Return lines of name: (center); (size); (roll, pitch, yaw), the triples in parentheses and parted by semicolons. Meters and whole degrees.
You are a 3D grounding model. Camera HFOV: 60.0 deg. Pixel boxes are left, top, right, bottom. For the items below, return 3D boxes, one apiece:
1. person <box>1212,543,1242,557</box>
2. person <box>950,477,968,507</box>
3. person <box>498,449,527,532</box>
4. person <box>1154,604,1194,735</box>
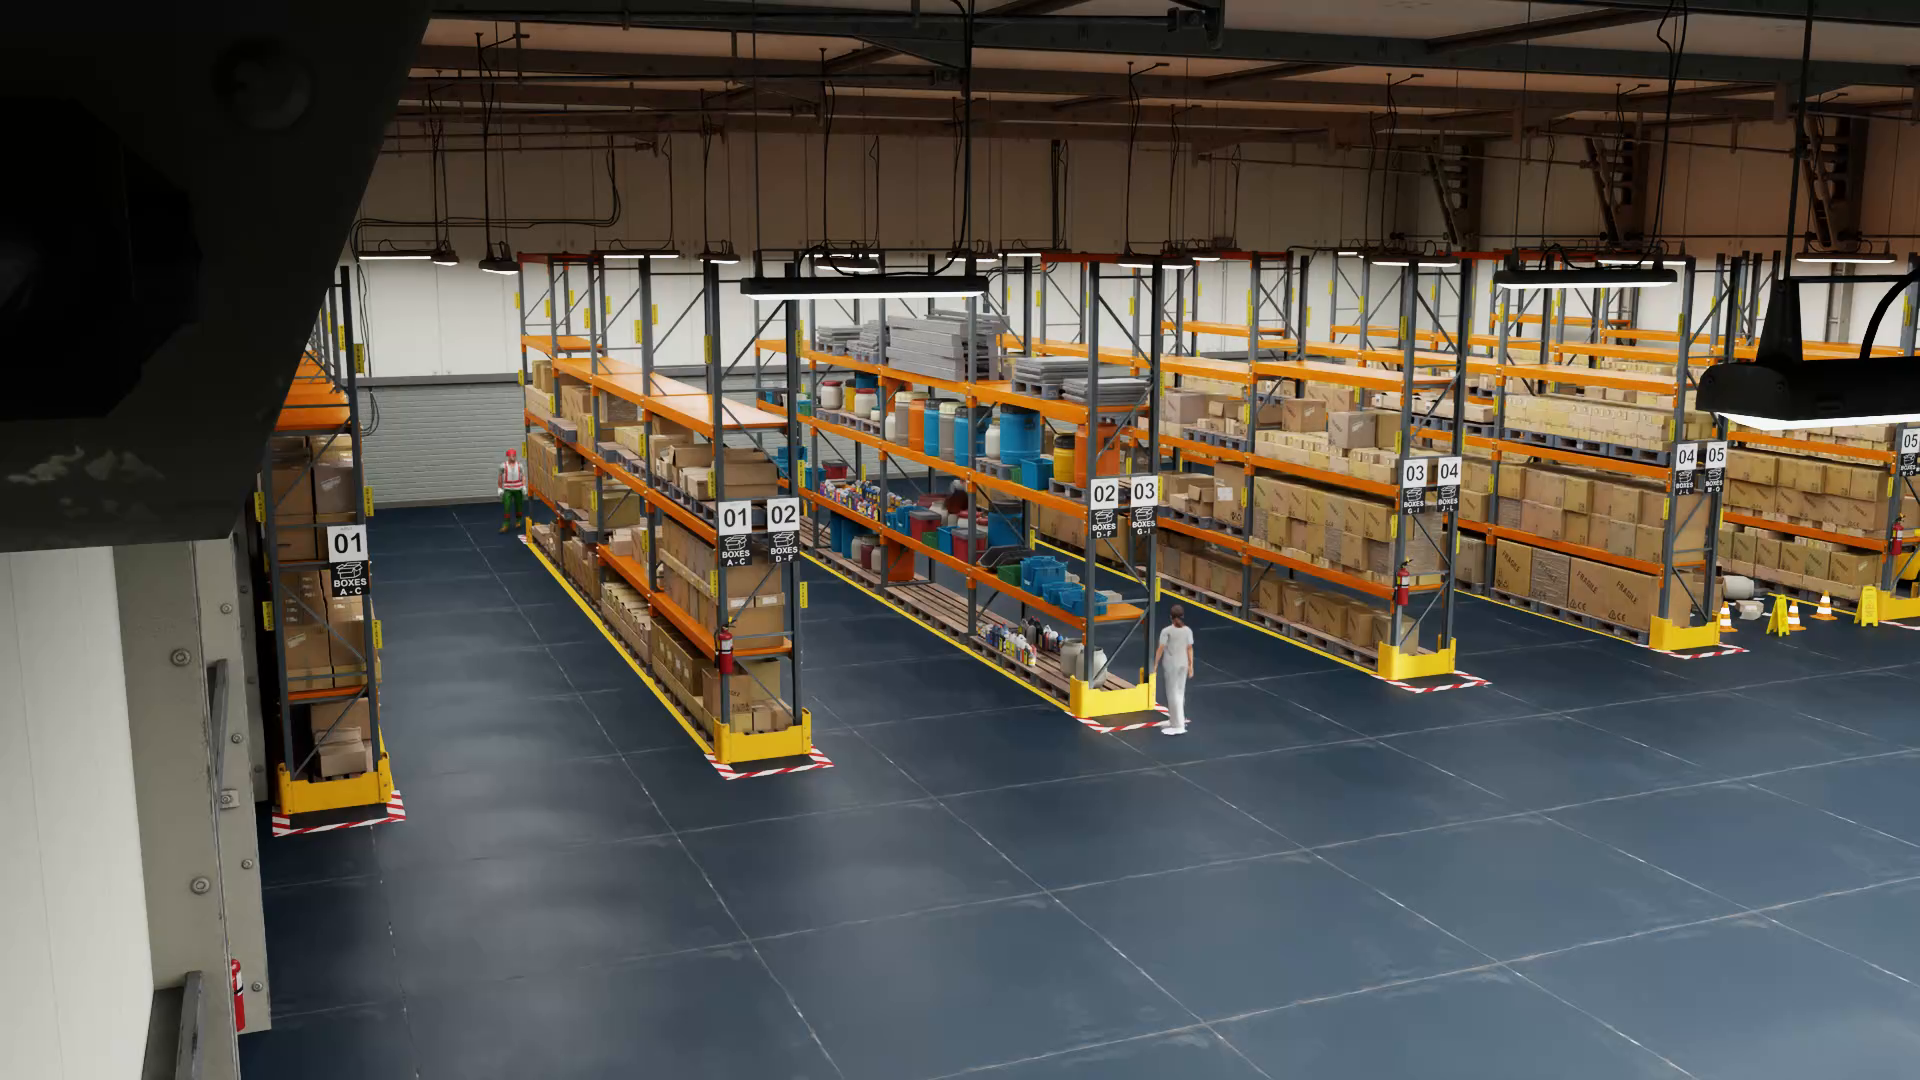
person: (5.407, -0.516, 33.266); (0.482, 1.628, 0.840); (-5, 11, -25)
person: (0.083, -0.597, 33.356); (0.620, 1.746, 0.994); (-4, 11, -22)
person: (-9.703, -1.093, 35.980); (0.633, 1.742, 0.954); (-1, 10, -5)
person: (2.751, 1.648, 21.380); (0.461, 1.681, 0.450); (-7, 12, -32)
